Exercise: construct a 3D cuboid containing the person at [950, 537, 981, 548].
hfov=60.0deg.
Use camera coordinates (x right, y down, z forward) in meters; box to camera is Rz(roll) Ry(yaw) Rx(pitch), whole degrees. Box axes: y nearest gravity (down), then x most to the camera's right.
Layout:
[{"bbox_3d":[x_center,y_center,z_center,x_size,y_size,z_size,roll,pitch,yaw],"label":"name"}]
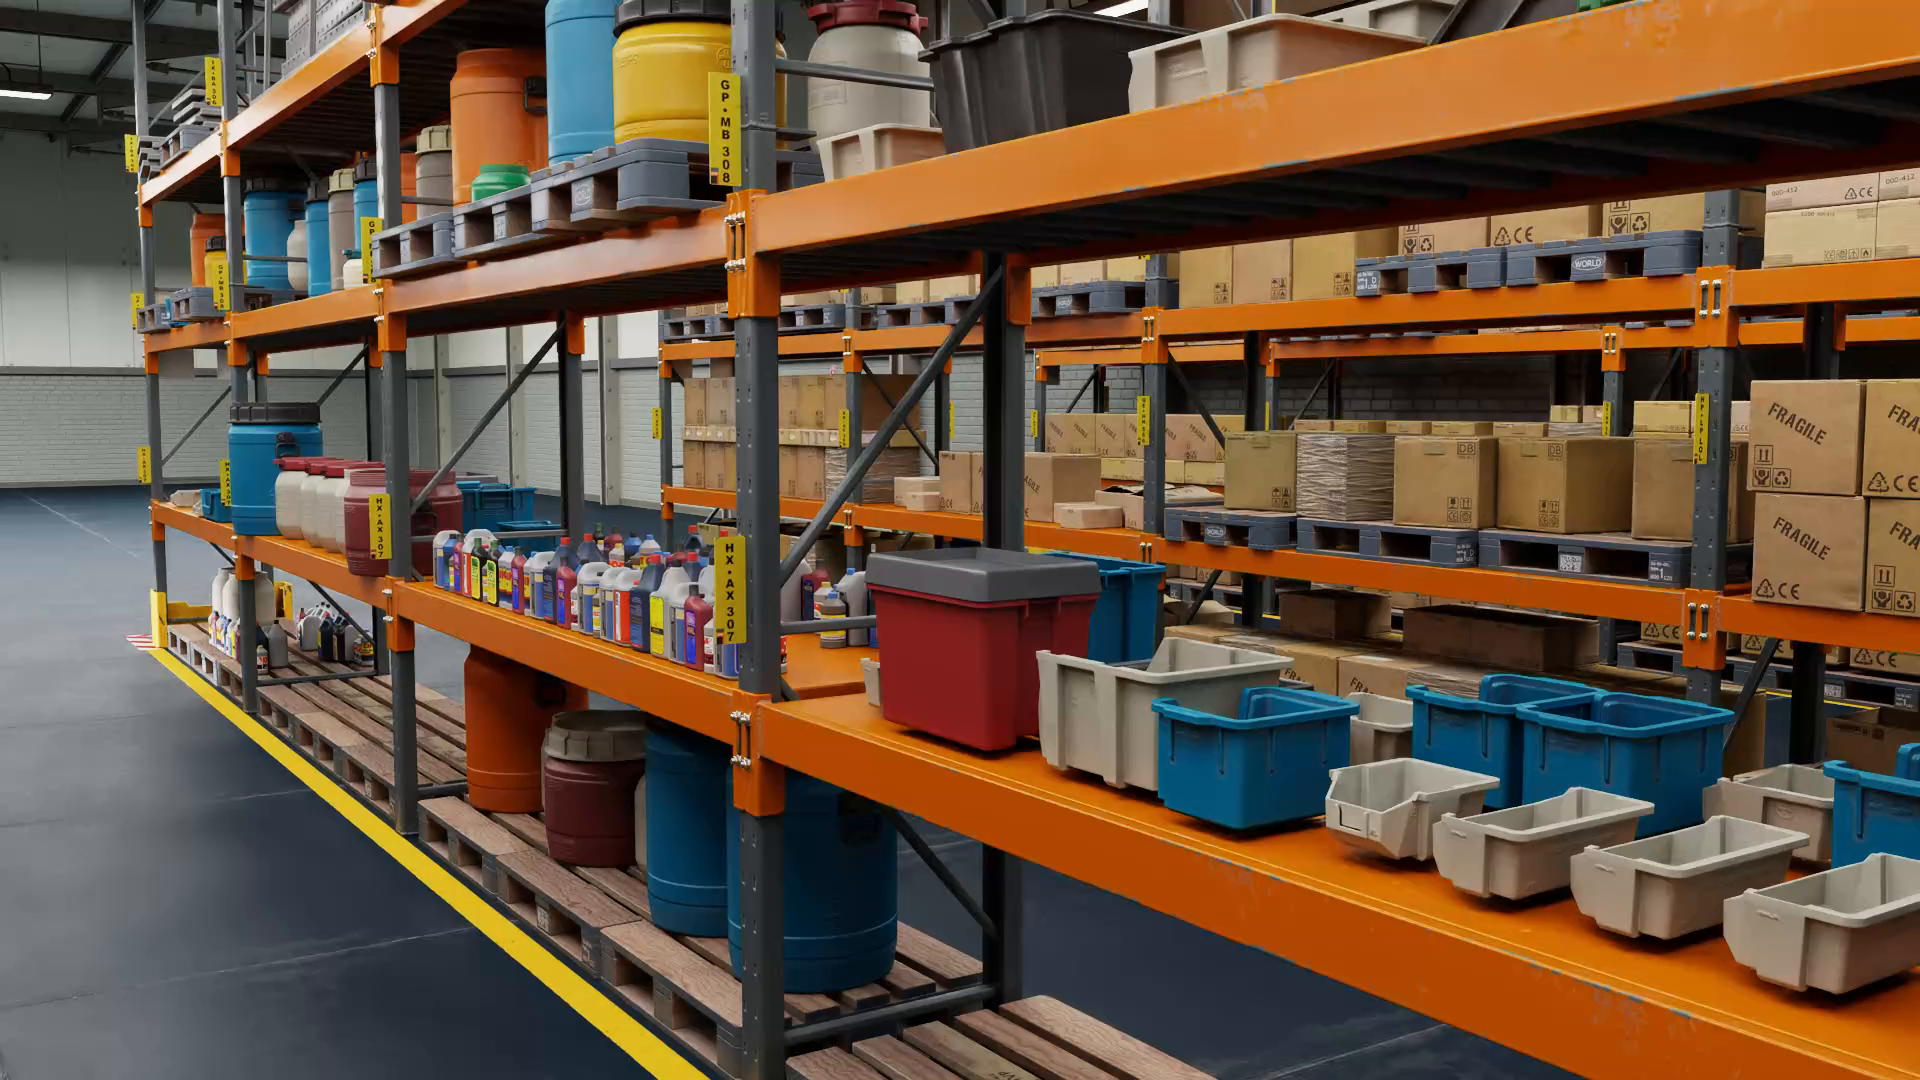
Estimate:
[{"bbox_3d":[0.058,0.005,16.679,0.452,1.635,0.525,-3,6,-32],"label":"person"}]
